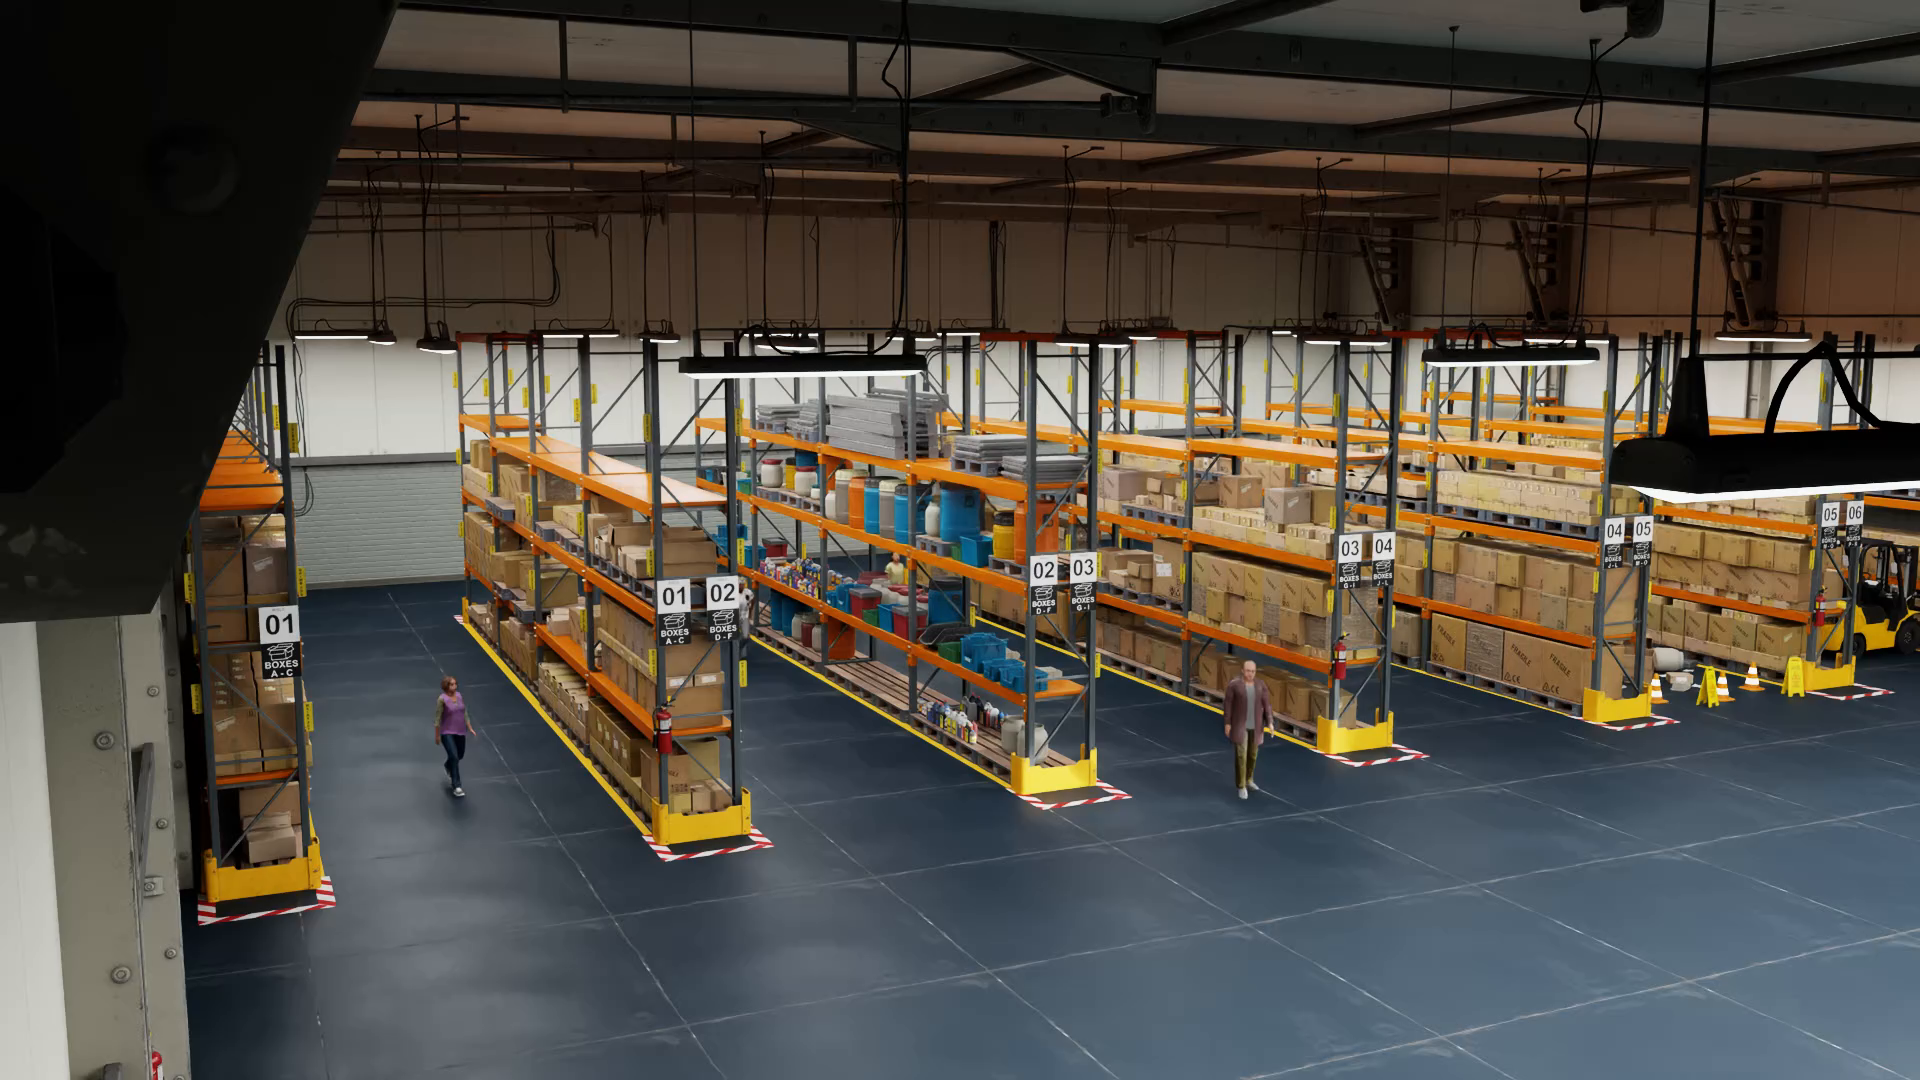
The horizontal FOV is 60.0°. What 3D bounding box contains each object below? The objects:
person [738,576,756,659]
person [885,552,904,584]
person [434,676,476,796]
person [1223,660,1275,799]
[{"bbox_3d":[-4.031,1.430,30.554,0.583,1.602,0.741,-2,8,-13],"label":"person"},{"bbox_3d":[-1.294,0.999,33.589,0.497,1.612,1.082,-4,9,-27],"label":"person"},{"bbox_3d":[-6.762,2.611,22.180,0.497,1.455,0.899,-6,10,-39],"label":"person"},{"bbox_3d":[3.834,2.508,22.076,0.643,1.849,0.609,-1,8,-7],"label":"person"}]
